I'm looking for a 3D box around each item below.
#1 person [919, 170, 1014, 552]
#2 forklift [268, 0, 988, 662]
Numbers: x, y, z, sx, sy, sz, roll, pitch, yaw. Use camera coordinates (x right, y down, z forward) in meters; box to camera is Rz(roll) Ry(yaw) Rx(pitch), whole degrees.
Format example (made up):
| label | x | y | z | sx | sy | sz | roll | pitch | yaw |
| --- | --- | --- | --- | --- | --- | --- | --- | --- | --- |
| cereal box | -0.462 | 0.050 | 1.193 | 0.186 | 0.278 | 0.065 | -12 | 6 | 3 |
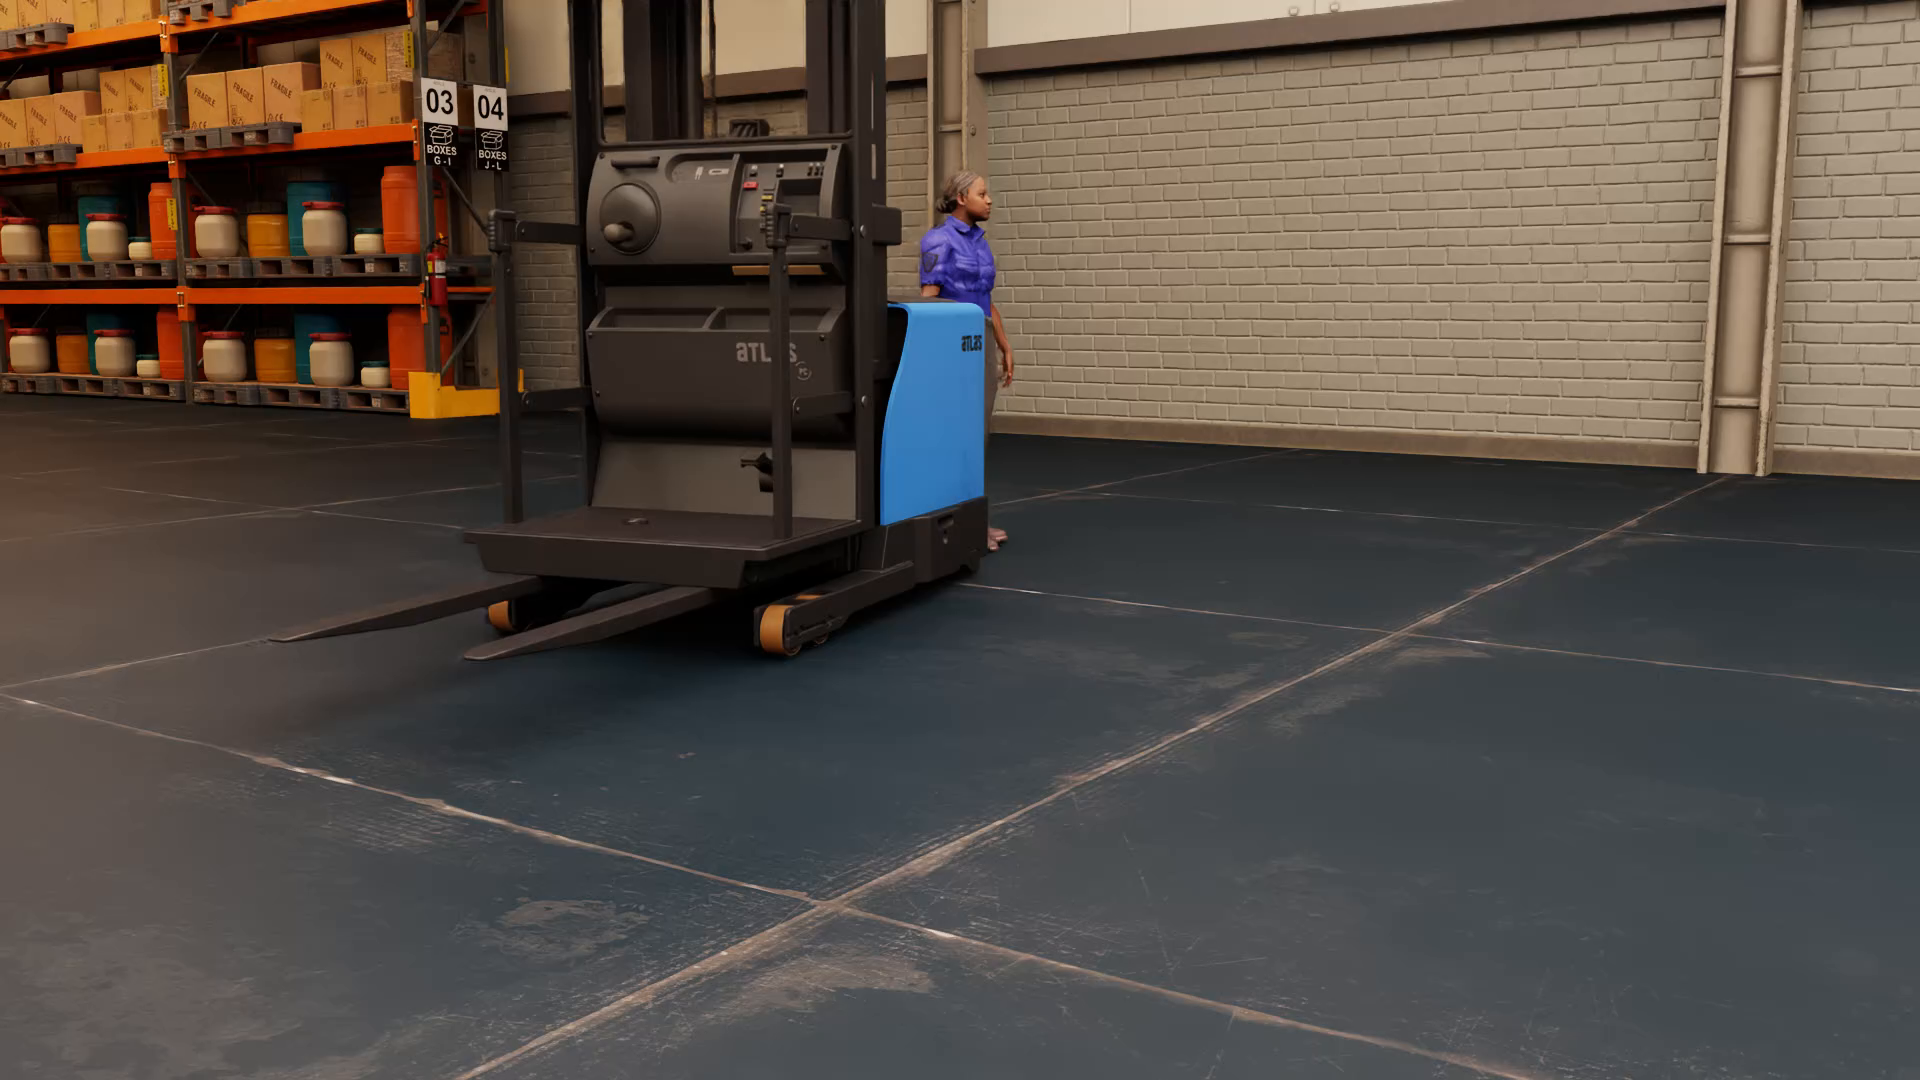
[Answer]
| label | x | y | z | sx | sy | sz | roll | pitch | yaw |
| --- | --- | --- | --- | --- | --- | --- | --- | --- | --- |
| person | 0.087 | -0.811 | 7.423 | 0.475 | 1.658 | 0.579 | 5 | 10 | 32 |
| forklift | -0.902 | -1.159 | 5.343 | 1.130 | 2.935 | 3.031 | 3 | 9 | 21 |
